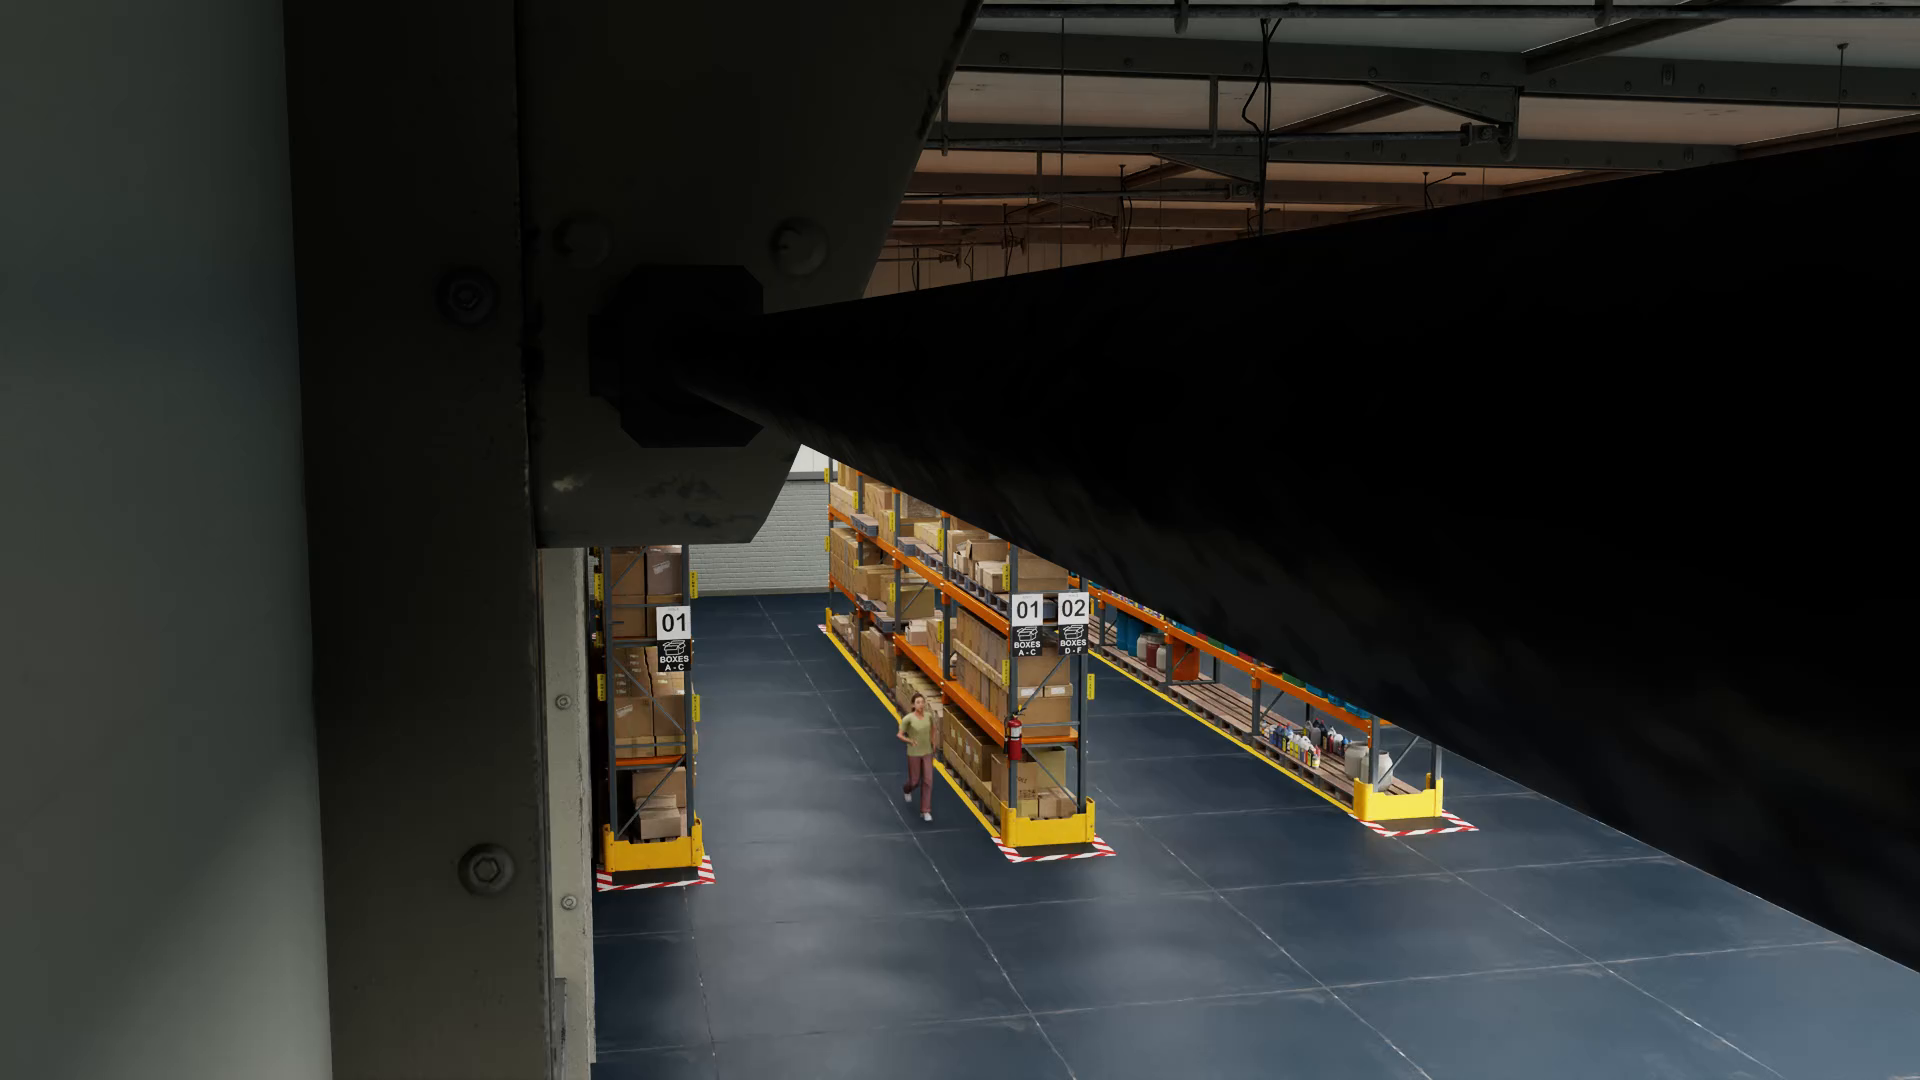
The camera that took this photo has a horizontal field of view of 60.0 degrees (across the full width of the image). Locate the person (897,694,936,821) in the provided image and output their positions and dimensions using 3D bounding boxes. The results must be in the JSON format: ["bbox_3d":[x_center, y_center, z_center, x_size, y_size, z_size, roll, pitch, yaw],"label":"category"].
[{"bbox_3d":[-0.543,2.865,22.235,0.582,1.637,0.897,-2,7,-18],"label":"person"}]
